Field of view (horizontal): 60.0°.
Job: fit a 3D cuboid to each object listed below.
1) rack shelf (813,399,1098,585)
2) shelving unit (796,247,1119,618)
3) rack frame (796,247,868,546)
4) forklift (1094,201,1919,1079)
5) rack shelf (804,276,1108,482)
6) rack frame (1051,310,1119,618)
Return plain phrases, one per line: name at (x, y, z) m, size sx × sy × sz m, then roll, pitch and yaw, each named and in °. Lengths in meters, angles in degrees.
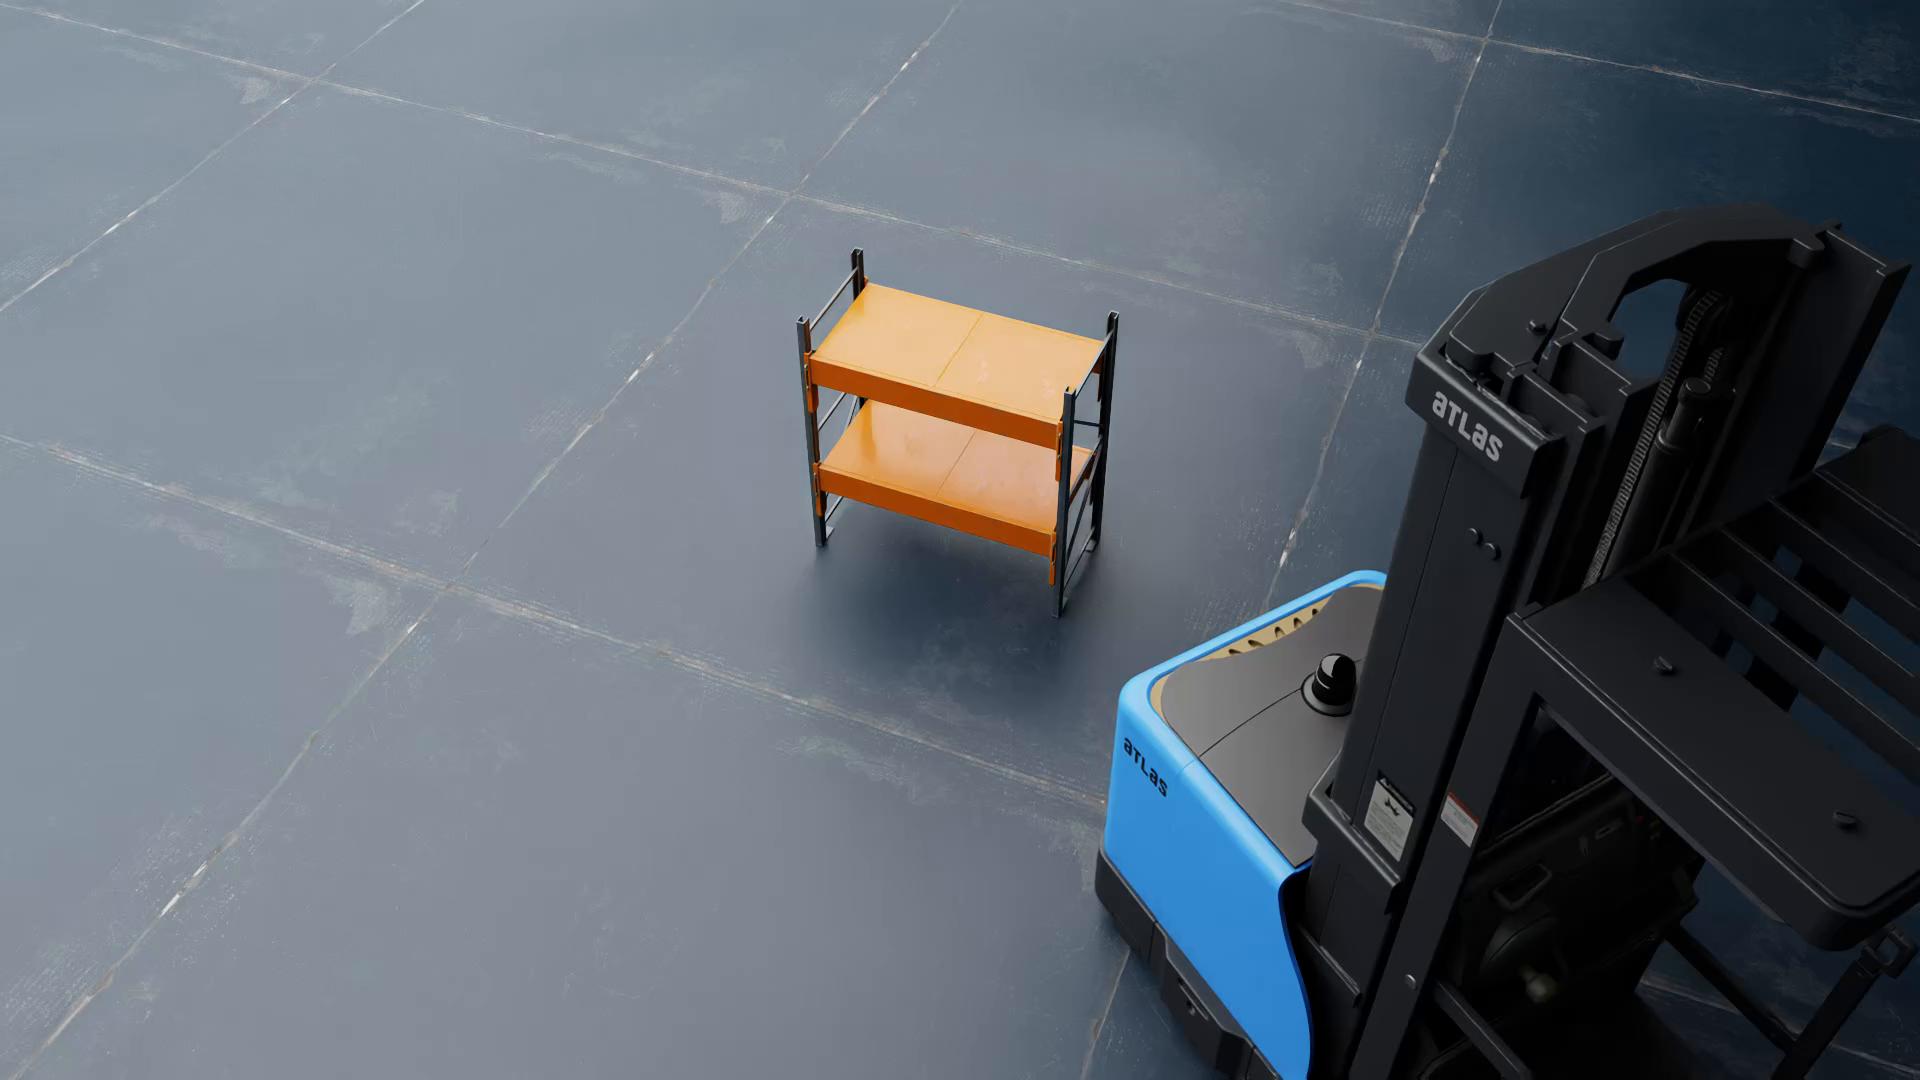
rack shelf at (-0.006, -0.227, 6.528) m, size 1.000 × 0.278 × 0.538 m, roll 16°, pitch 47°, yaw 16°
shelving unit at (-0.006, -0.401, 6.355) m, size 1.048 × 1.125 × 0.538 m, roll 16°, pitch 47°, yaw 16°
rack frame at (-0.475, -0.539, 6.494) m, size 0.032 × 1.125 × 0.500 m, roll 16°, pitch 47°, yaw 16°
forklift at (1.633, 0.859, 3.809) m, size 1.130 × 2.935 × 3.031 m, roll -23°, pitch 49°, yaw -21°
rack shelf at (-0.006, -0.608, 6.149) m, size 1.000 × 0.278 × 0.538 m, roll 16°, pitch 47°, yaw 16°
rack frame at (0.463, -0.263, 6.216) m, size 0.032 × 1.125 × 0.500 m, roll 16°, pitch 47°, yaw 16°
